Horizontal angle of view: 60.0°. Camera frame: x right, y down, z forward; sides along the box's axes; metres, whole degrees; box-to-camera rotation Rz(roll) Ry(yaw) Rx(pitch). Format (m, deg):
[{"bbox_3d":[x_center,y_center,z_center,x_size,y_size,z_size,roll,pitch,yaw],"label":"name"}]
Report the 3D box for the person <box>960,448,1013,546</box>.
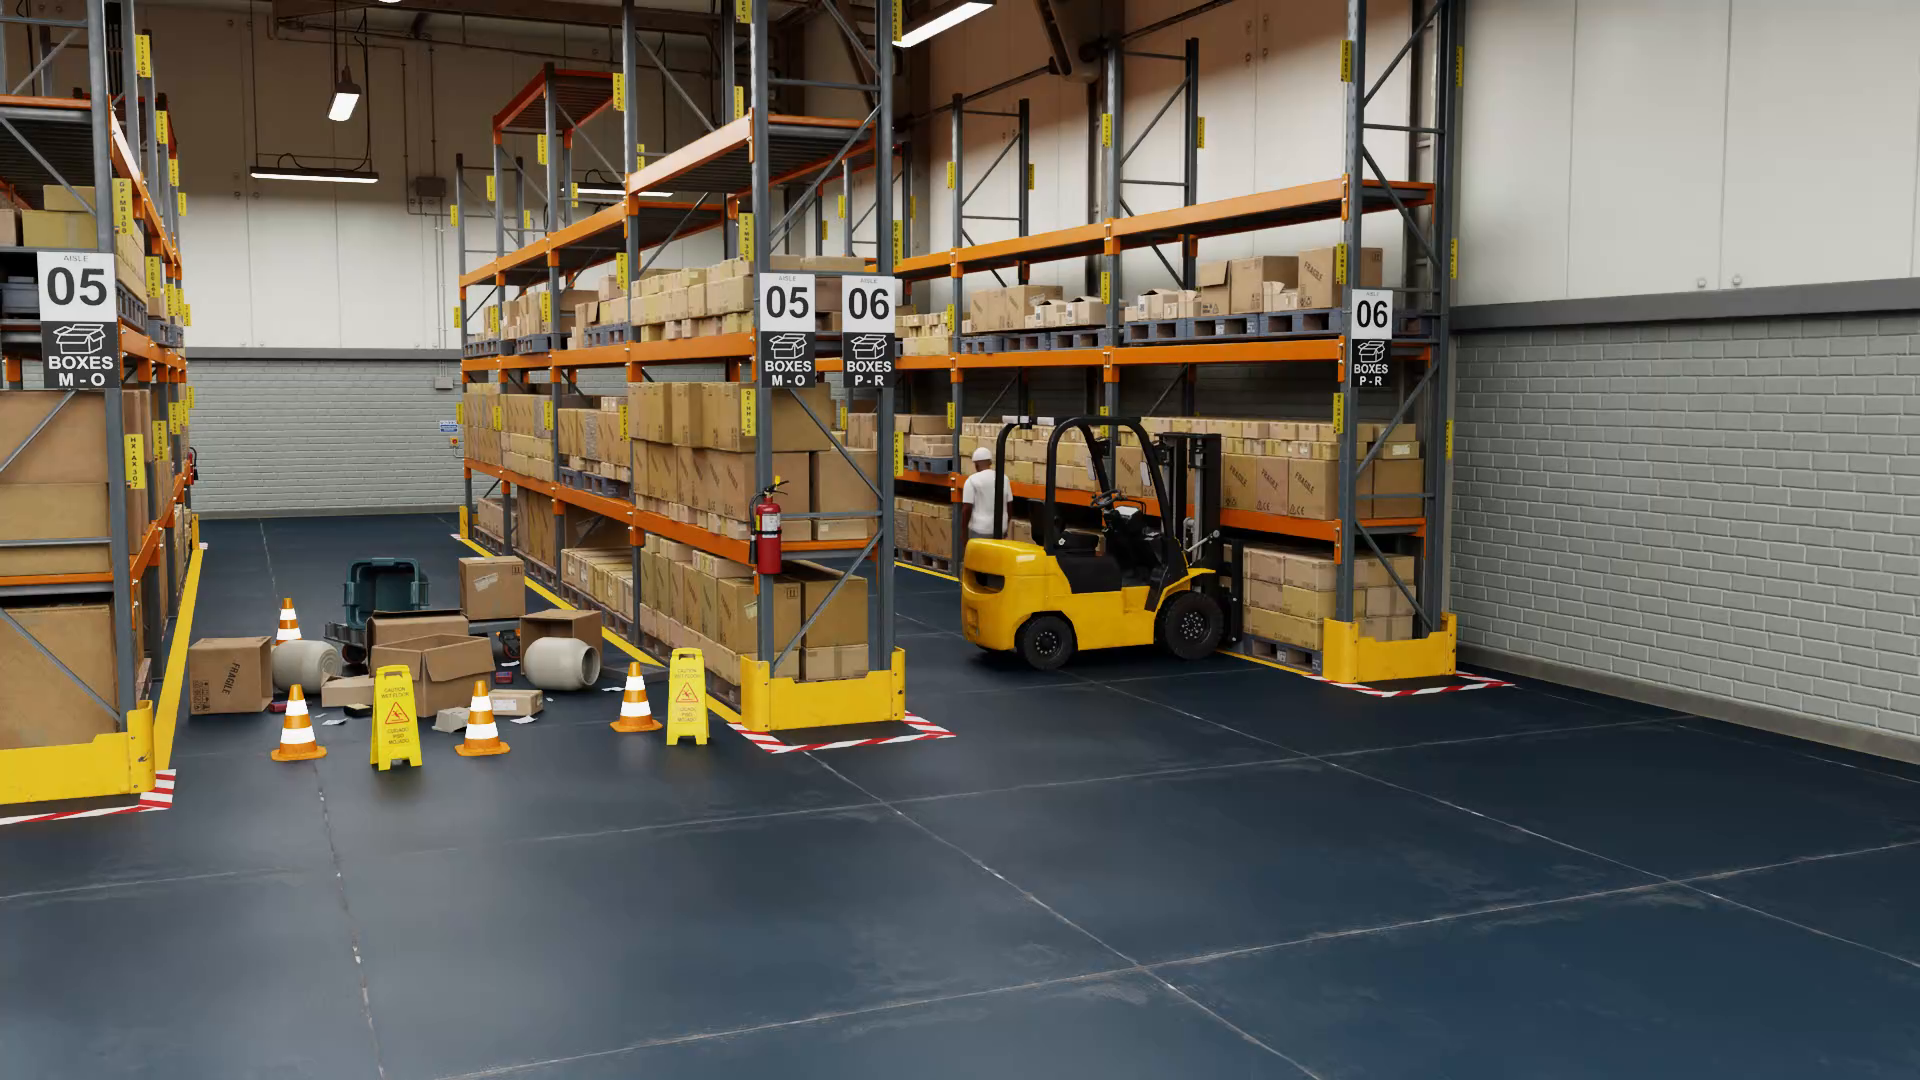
[{"bbox_3d":[0.280,-0.109,17.828,0.604,1.762,0.446,-3,6,-26],"label":"person"}]
